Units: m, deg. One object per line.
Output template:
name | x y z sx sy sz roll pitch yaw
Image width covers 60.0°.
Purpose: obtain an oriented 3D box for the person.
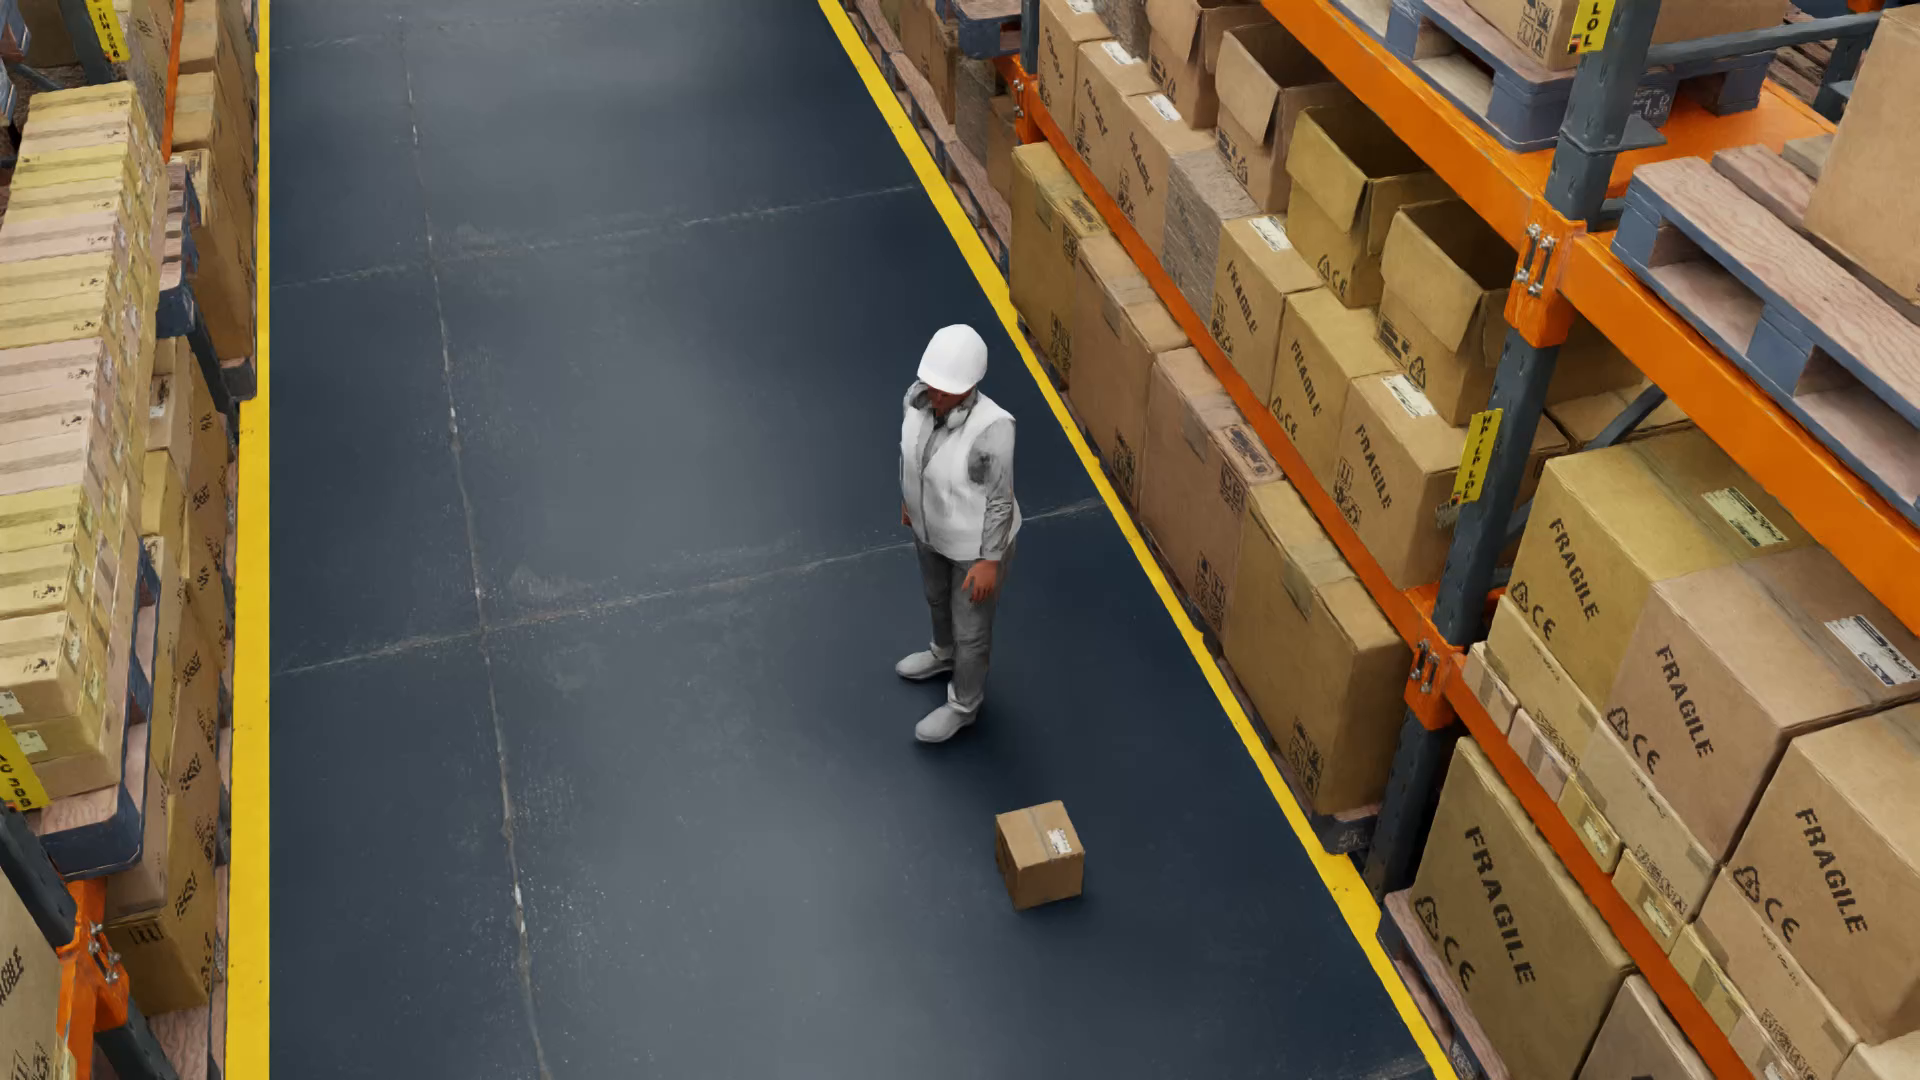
person | -0.078 -0.023 6.139 0.521 1.774 0.593 -32 51 -30
